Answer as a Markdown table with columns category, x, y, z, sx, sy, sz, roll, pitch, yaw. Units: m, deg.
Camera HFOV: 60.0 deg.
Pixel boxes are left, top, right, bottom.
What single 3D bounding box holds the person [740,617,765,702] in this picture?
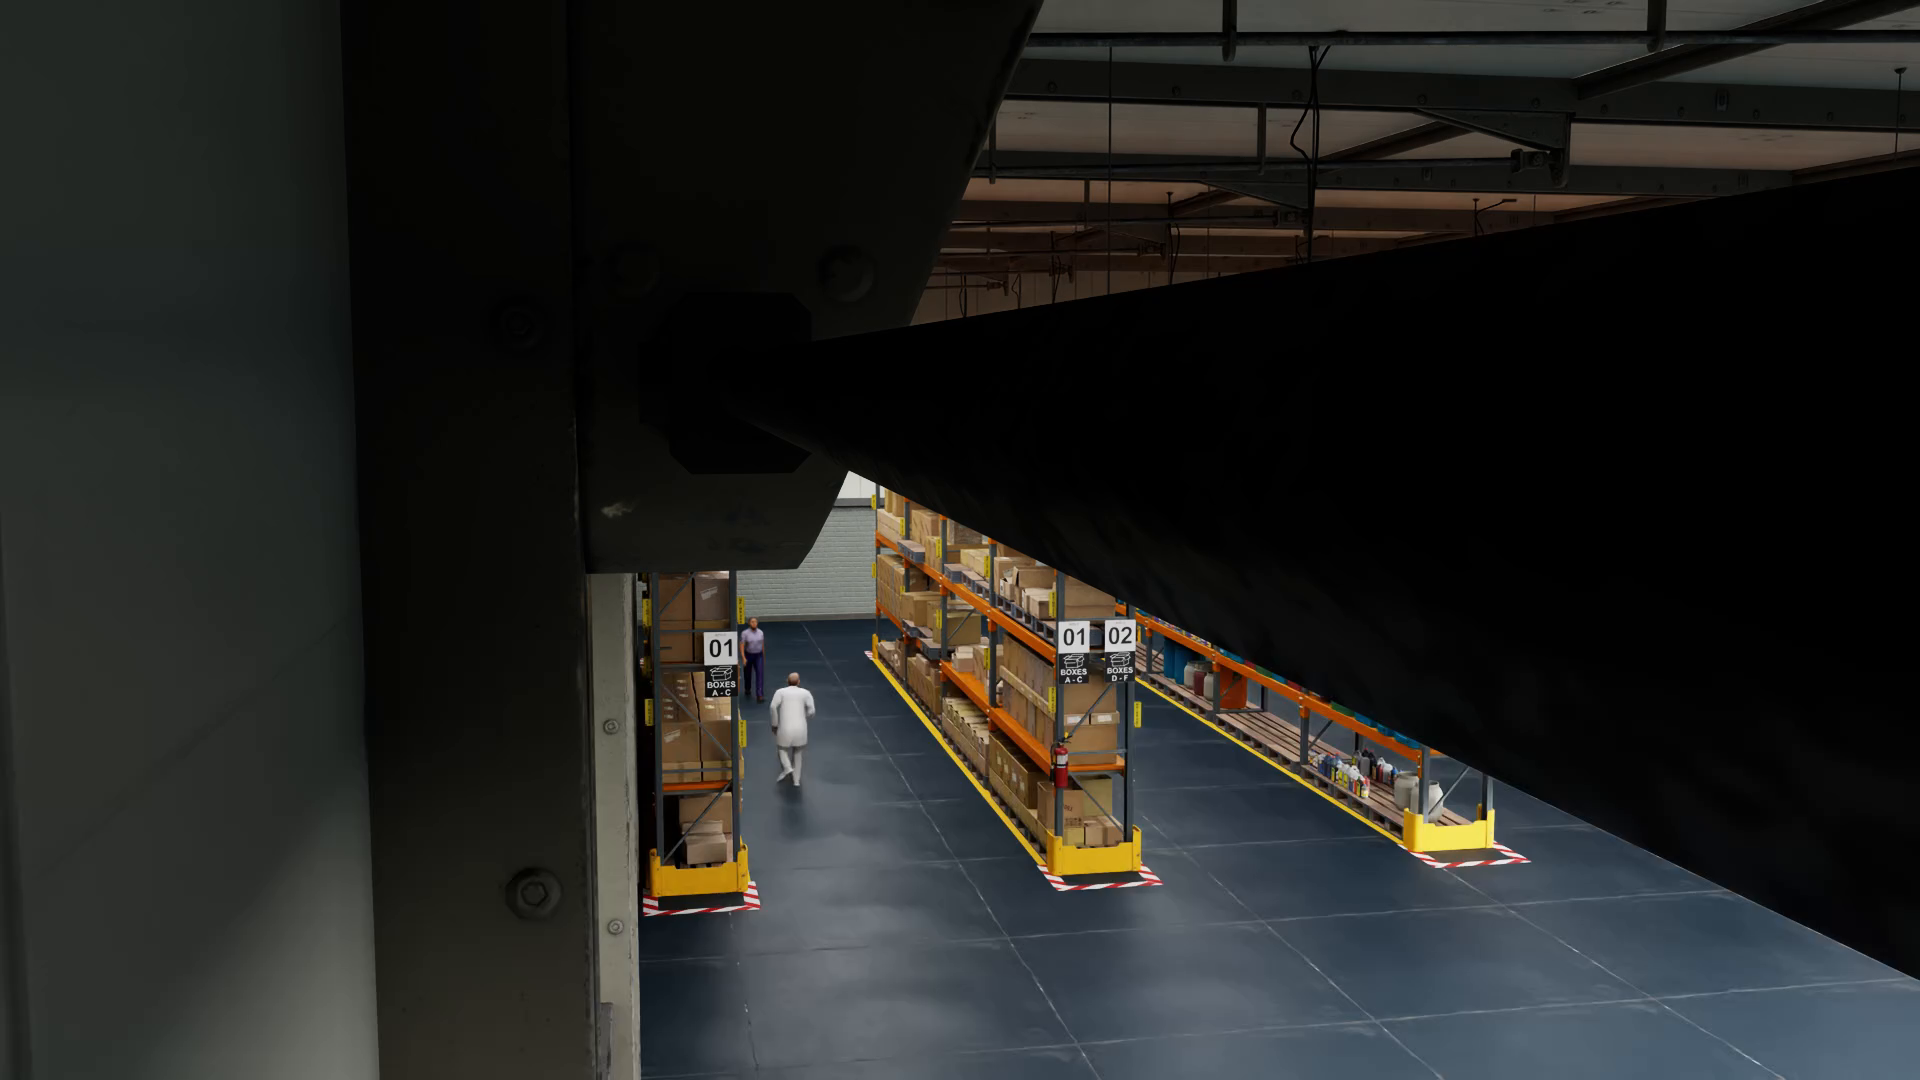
| category | x | y | z | sx | sy | sz | roll | pitch | yaw |
| --- | --- | --- | --- | --- | --- | --- | --- | --- | --- |
| person | -3.977 | 2.260 | 31.884 | 0.494 | 1.581 | 1.053 | -1 | 6 | -13 |

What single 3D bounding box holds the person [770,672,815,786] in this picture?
| category | x | y | z | sx | sy | sz | roll | pitch | yaw |
| --- | --- | --- | --- | --- | --- | --- | --- | --- | --- |
| person | -2.568 | 2.883 | 25.526 | 0.705 | 1.679 | 0.778 | -1 | 6 | -9 |
